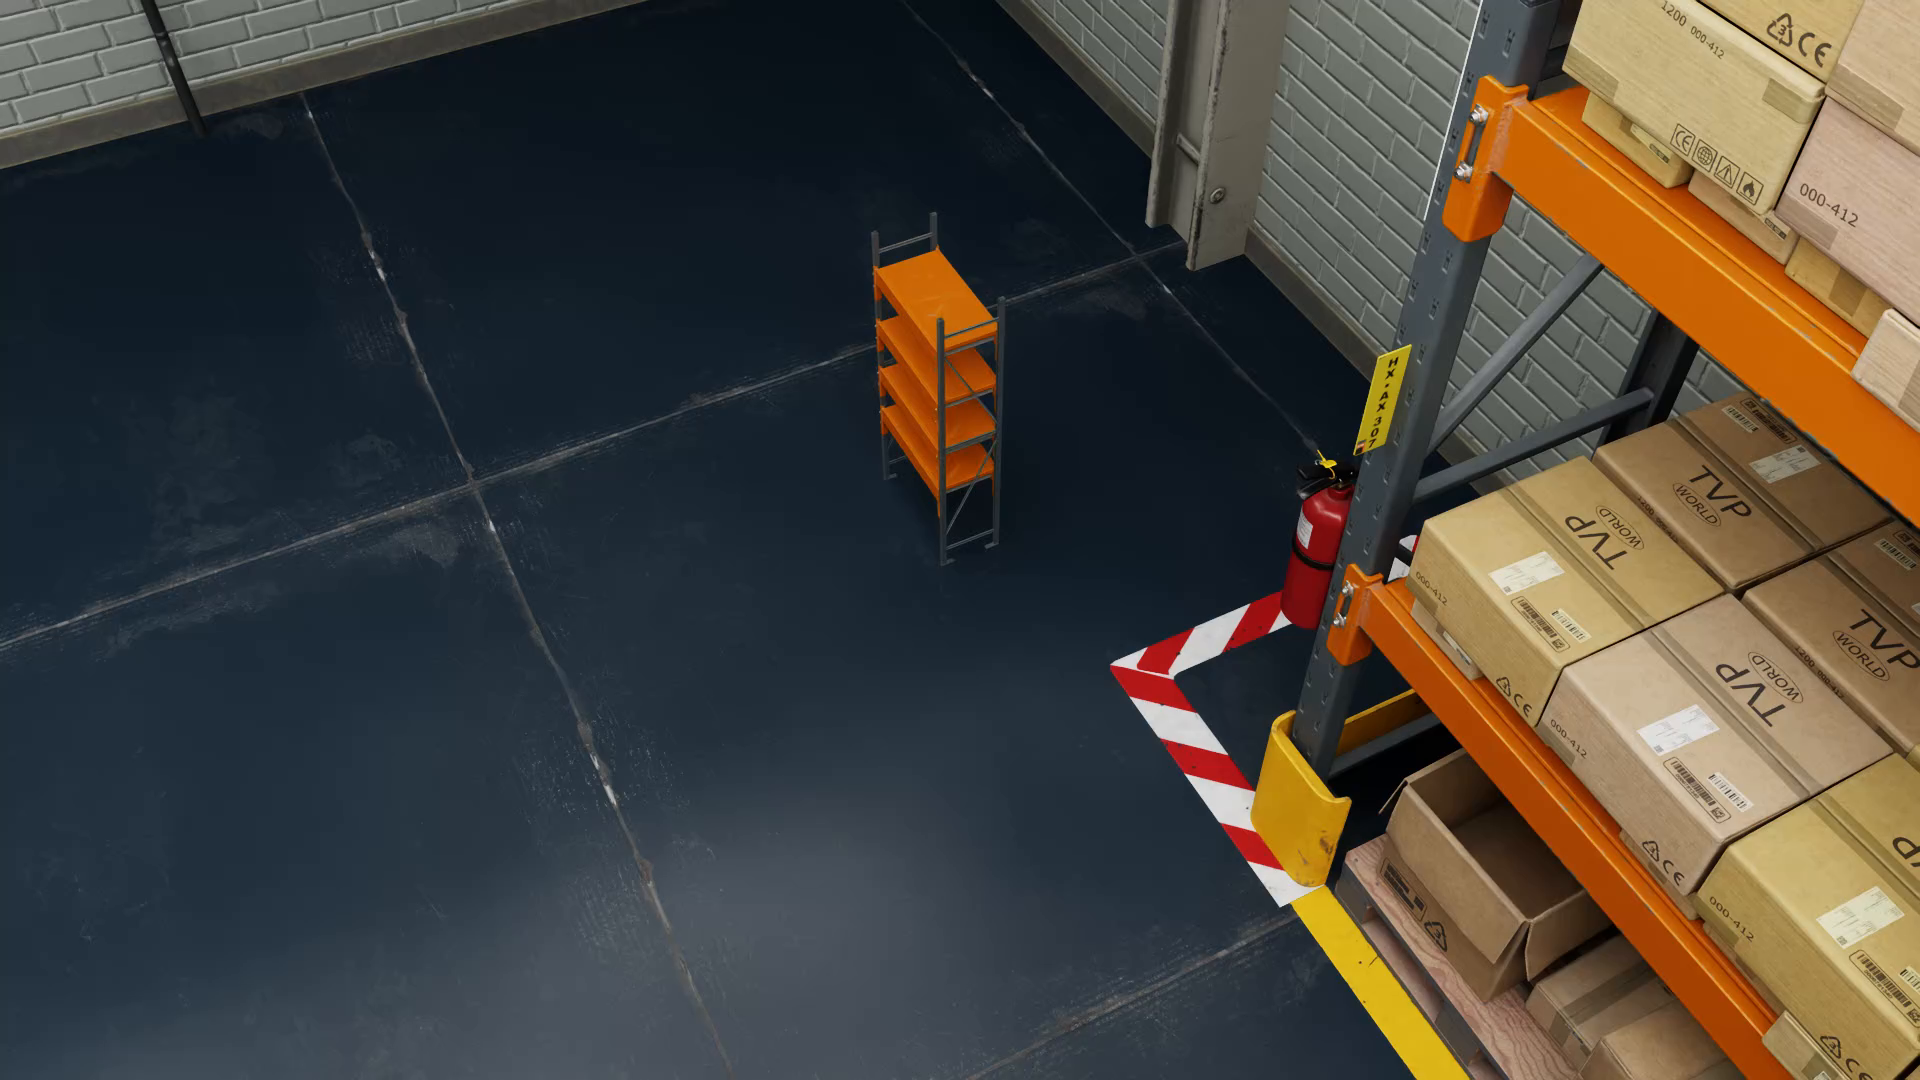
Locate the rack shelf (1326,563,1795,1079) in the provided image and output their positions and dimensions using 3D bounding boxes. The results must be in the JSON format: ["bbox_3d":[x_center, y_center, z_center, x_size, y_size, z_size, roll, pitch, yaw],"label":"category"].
[{"bbox_3d":[2.408,1.342,3.561,1.077,0.370,4.000,-21,52,-18],"label":"rack shelf"}]

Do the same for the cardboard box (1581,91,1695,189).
[{"bbox_3d":[1.432,-0.844,3.170,0.380,0.149,0.250,-20,52,-17],"label":"cardboard box"}]

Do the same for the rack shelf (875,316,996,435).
[{"bbox_3d":[-0.076,-0.609,5.778,0.258,0.148,0.480,-21,52,-18],"label":"rack shelf"}]

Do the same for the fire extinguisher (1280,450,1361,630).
[{"bbox_3d":[1.014,-0.024,4.577,0.296,0.674,0.183,-21,52,-18],"label":"fire extinguisher"}]

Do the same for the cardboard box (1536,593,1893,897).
[{"bbox_3d":[1.692,0.452,3.764,0.500,0.250,0.500,-21,52,-17],"label":"cardboard box"}]

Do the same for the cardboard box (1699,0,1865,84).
[{"bbox_3d":[1.472,-1.050,2.753,0.500,0.250,0.500,-22,52,-18],"label":"cardboard box"}]

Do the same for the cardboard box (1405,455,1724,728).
[{"bbox_3d":[1.461,0.115,4.059,0.500,0.250,0.500,-21,52,-17],"label":"cardboard box"}]

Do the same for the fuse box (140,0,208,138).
[{"bbox_3d":[-3.586,-2.488,7.290,0.539,1.711,0.414,-21,52,-18],"label":"fuse box"}]

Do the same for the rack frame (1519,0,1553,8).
[{"bbox_3d":[1.493,-2.208,2.203,1.000,3.000,0.127,-21,52,-18],"label":"rack frame"}]

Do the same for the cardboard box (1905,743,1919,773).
[{"bbox_3d":[2.396,0.613,3.623,0.500,0.250,0.500,-20,52,-16],"label":"cardboard box"}]

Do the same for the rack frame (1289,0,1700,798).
[{"bbox_3d":[1.493,-0.233,4.461,1.000,3.000,0.127,-21,52,-18],"label":"rack frame"}]

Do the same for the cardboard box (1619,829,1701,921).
[{"bbox_3d":[1.769,0.673,3.836,0.380,0.149,0.250,-20,52,-16],"label":"cardboard box"}]

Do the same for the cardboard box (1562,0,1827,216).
[{"bbox_3d":[1.453,-0.878,2.934,0.500,0.250,0.500,-22,52,-18],"label":"cardboard box"}]

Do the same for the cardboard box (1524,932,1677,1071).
[{"bbox_3d":[1.848,1.307,4.729,0.380,0.149,0.250,-23,53,-19],"label":"cardboard box"}]

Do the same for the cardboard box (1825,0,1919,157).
[{"bbox_3d":[1.688,-0.703,2.449,0.500,0.250,0.500,-22,52,-18],"label":"cardboard box"}]

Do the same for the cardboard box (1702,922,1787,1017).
[{"bbox_3d":[1.895,0.848,3.682,0.380,0.149,0.250,-20,52,-17],"label":"cardboard box"}]

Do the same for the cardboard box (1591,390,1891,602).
[{"bbox_3d":[1.939,-0.065,4.216,0.500,0.250,0.500,-20,52,-16],"label":"cardboard box"}]

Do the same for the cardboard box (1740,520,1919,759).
[{"bbox_3d":[2.174,0.280,3.914,0.500,0.250,0.500,-21,52,-17],"label":"cardboard box"}]

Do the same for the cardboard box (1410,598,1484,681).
[{"bbox_3d":[1.399,0.164,4.281,0.380,0.149,0.250,-22,52,-18],"label":"cardboard box"}]

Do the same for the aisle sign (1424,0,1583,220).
[{"bbox_3d":[1.200,-1.033,3.434,0.394,0.787,0.004,-21,52,-18],"label":"aisle sign"}]

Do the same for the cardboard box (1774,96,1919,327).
[{"bbox_3d":[1.704,-0.545,2.643,0.500,0.250,0.500,-20,52,-17],"label":"cardboard box"}]

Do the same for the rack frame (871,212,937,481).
[{"bbox_3d":[-0.187,-0.669,6.038,0.240,1.200,0.015,-21,52,-18],"label":"rack frame"}]

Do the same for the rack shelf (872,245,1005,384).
[{"bbox_3d":[-0.076,-0.764,5.599,0.258,0.148,0.480,-21,52,-18],"label":"rack shelf"}]

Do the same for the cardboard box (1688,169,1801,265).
[{"bbox_3d":[1.575,-0.678,3.024,0.380,0.149,0.250,-20,52,-17],"label":"cardboard box"}]

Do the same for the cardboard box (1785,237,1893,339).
[{"bbox_3d":[1.677,-0.500,2.869,0.380,0.149,0.250,-21,52,-17],"label":"cardboard box"}]

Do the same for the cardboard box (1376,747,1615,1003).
[{"bbox_3d":[1.688,0.893,4.856,0.797,0.503,0.637,-23,53,-19],"label":"cardboard box"}]

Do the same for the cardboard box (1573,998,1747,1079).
[{"bbox_3d":[2.045,1.479,4.345,0.700,0.500,0.500,-19,52,-16],"label":"cardboard box"}]

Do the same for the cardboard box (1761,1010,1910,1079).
[{"bbox_3d":[1.944,1.043,3.511,0.380,0.149,0.250,-23,53,-19],"label":"cardboard box"}]

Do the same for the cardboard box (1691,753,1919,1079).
[{"bbox_3d":[1.926,0.790,3.468,0.500,0.250,0.500,-22,52,-18],"label":"cardboard box"}]

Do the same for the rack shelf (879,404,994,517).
[{"bbox_3d":[-0.076,-0.331,6.095,0.258,0.148,0.480,-21,52,-18],"label":"rack shelf"}]

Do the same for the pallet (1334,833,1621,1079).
[{"bbox_3d":[1.893,1.269,5.000,1.003,0.211,1.213,-21,52,-18],"label":"pallet"}]

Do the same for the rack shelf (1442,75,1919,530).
[{"bbox_3d":[2.408,0.355,2.432,1.077,0.370,4.000,-21,52,-18],"label":"rack shelf"}]

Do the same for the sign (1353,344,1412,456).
[{"bbox_3d":[1.010,-0.331,3.972,0.100,0.325,0.005,-21,52,-18],"label":"sign"}]

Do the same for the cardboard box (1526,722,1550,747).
[{"bbox_3d":[1.557,0.318,4.146,0.380,0.149,0.250,-20,52,-17],"label":"cardboard box"}]

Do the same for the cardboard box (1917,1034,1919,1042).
[{"bbox_3d":[2.147,0.872,2.899,0.500,0.500,0.500,-20,52,-17],"label":"cardboard box"}]

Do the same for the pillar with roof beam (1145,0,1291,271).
[{"bbox_3d":[-2.768,-2.840,2.756,9.100,9.000,0.400,-21,52,-18],"label":"pillar with roof beam"}]

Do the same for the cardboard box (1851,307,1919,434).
[{"bbox_3d":[1.700,-0.298,2.692,0.380,0.149,0.250,-20,52,-17],"label":"cardboard box"}]

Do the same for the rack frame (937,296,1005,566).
[{"bbox_3d":[0.036,-0.342,5.752,0.240,1.200,0.015,-21,52,-18],"label":"rack frame"}]

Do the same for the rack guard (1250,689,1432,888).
[{"bbox_3d":[1.527,0.641,5.357,1.175,0.500,0.348,-21,52,-18],"label":"rack guard"}]

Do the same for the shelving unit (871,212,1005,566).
[{"bbox_3d":[-0.076,-0.506,5.895,0.258,1.200,0.503,-21,52,-18],"label":"shelving unit"}]

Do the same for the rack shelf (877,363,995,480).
[{"bbox_3d":[-0.076,-0.462,5.946,0.258,0.148,0.480,-21,52,-18],"label":"rack shelf"}]
